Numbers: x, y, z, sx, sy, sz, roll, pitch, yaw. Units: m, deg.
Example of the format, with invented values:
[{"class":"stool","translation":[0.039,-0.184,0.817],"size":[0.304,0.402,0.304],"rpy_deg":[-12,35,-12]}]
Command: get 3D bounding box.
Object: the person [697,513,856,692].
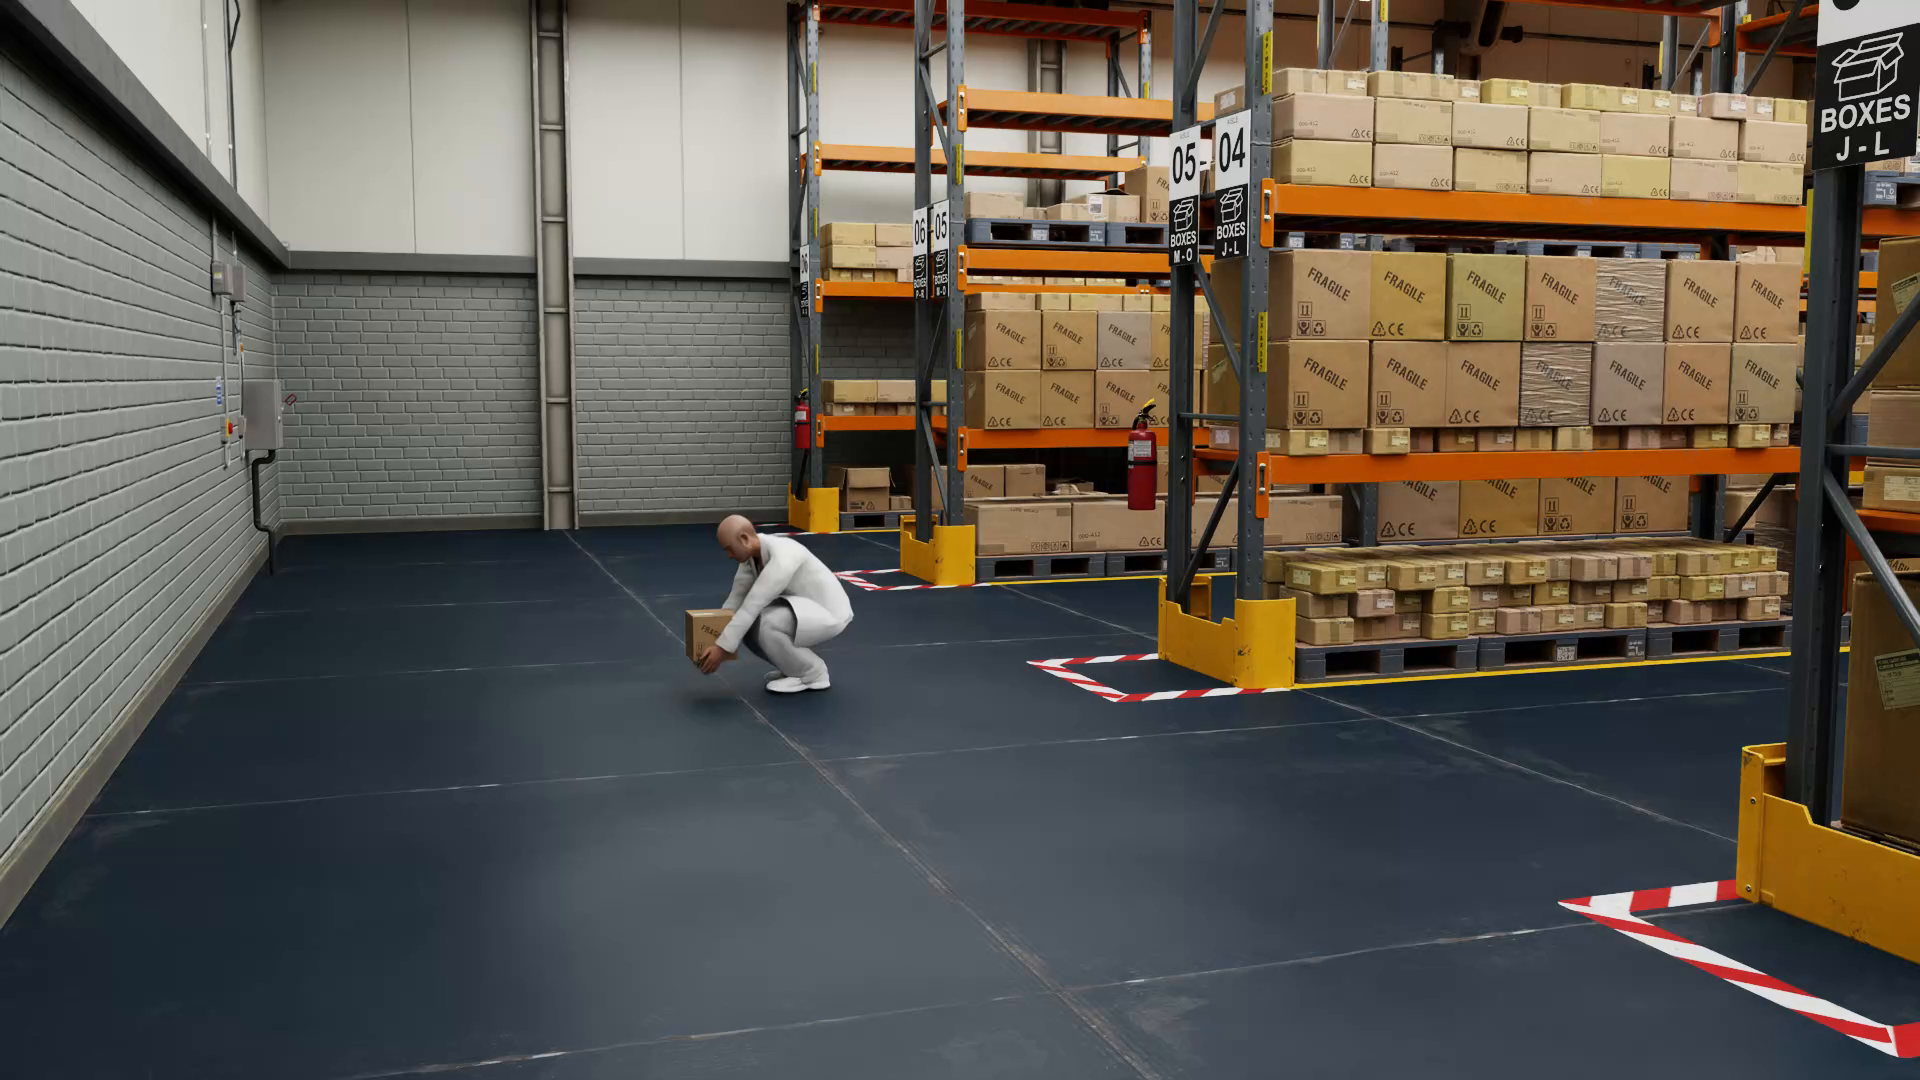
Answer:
[{"class":"person","translation":[-1.038,0.340,9.288],"size":[0.928,1.005,0.577],"rpy_deg":[-2,6,-20]}]
